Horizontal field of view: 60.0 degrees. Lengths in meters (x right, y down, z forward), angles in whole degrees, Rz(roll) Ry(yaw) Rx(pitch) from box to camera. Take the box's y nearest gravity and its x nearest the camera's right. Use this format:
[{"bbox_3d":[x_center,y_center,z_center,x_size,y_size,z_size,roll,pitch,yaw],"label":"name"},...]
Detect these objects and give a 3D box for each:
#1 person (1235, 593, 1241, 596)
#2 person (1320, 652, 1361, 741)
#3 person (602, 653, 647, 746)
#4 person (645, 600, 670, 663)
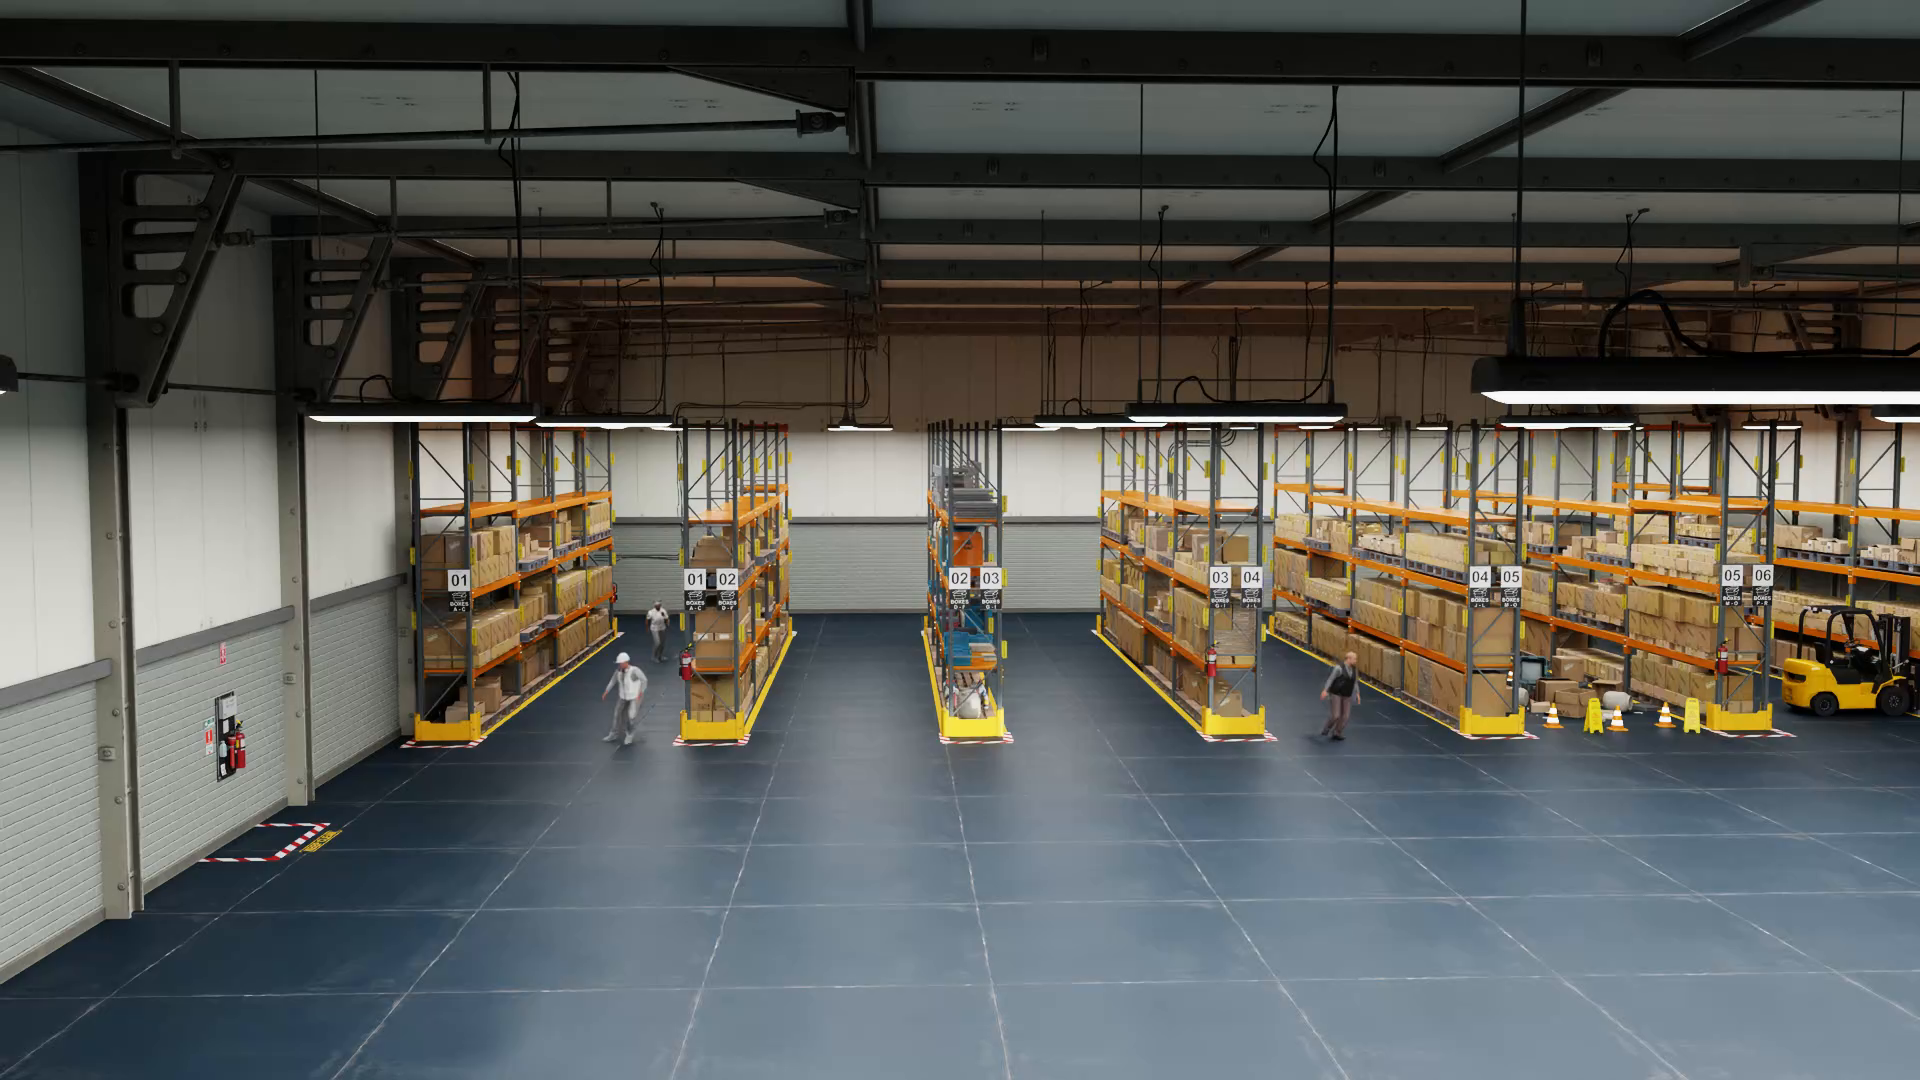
[{"bbox_3d":[8.255,1.855,48.334,0.616,1.622,0.707,2,4,26],"label":"person"},{"bbox_3d":[7.082,2.903,30.980,0.692,1.673,0.567,-2,4,-28],"label":"person"},{"bbox_3d":[-6.230,2.909,30.675,0.903,1.692,0.620,2,4,23],"label":"person"},{"bbox_3d":[-7.513,2.294,41.688,0.603,1.642,0.804,-3,5,-42],"label":"person"}]
